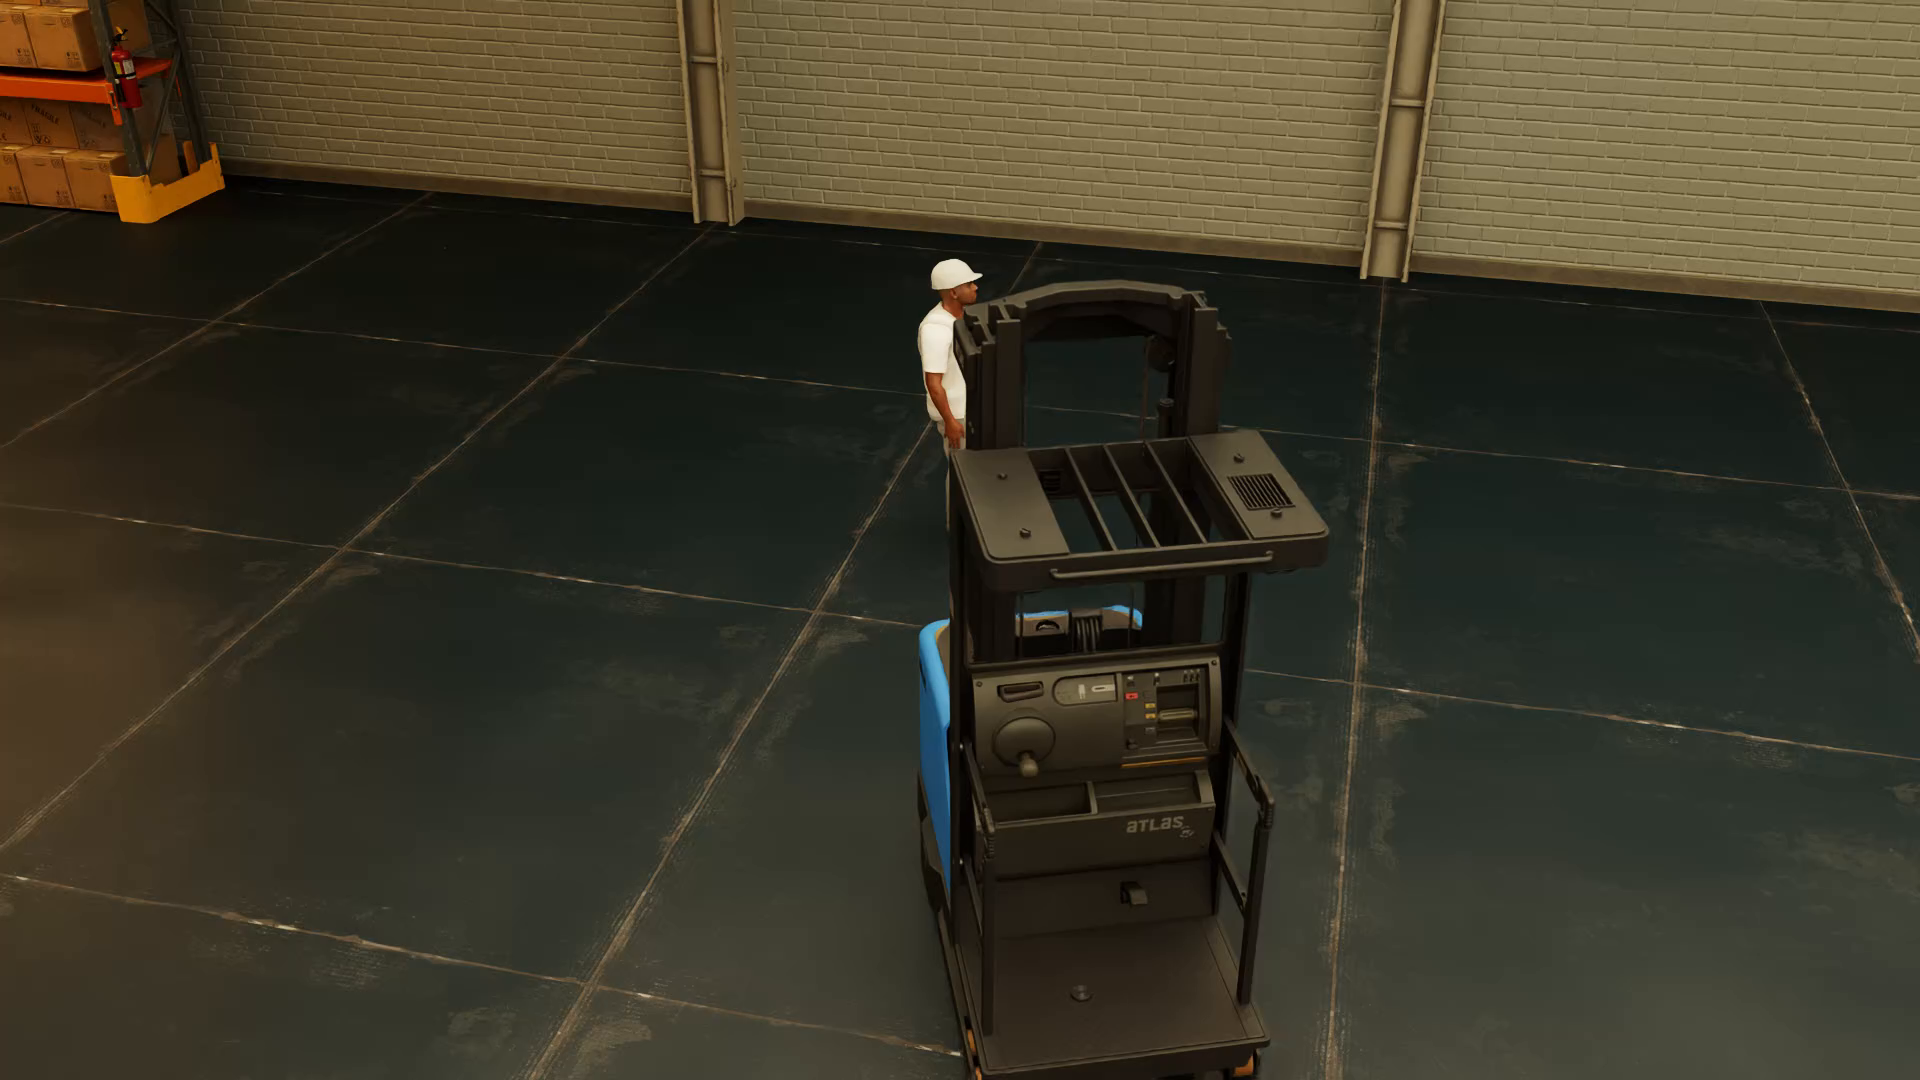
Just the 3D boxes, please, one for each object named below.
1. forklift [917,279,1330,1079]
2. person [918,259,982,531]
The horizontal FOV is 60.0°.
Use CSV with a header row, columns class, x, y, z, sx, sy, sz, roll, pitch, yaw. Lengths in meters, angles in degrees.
class,x,y,z,sx,sy,sz,roll,pitch,yaw
forklift,0.545,0.696,5.942,1.130,2.935,3.031,-4,30,-8
person,0.067,-0.764,9.685,0.575,1.768,0.665,7,30,12
